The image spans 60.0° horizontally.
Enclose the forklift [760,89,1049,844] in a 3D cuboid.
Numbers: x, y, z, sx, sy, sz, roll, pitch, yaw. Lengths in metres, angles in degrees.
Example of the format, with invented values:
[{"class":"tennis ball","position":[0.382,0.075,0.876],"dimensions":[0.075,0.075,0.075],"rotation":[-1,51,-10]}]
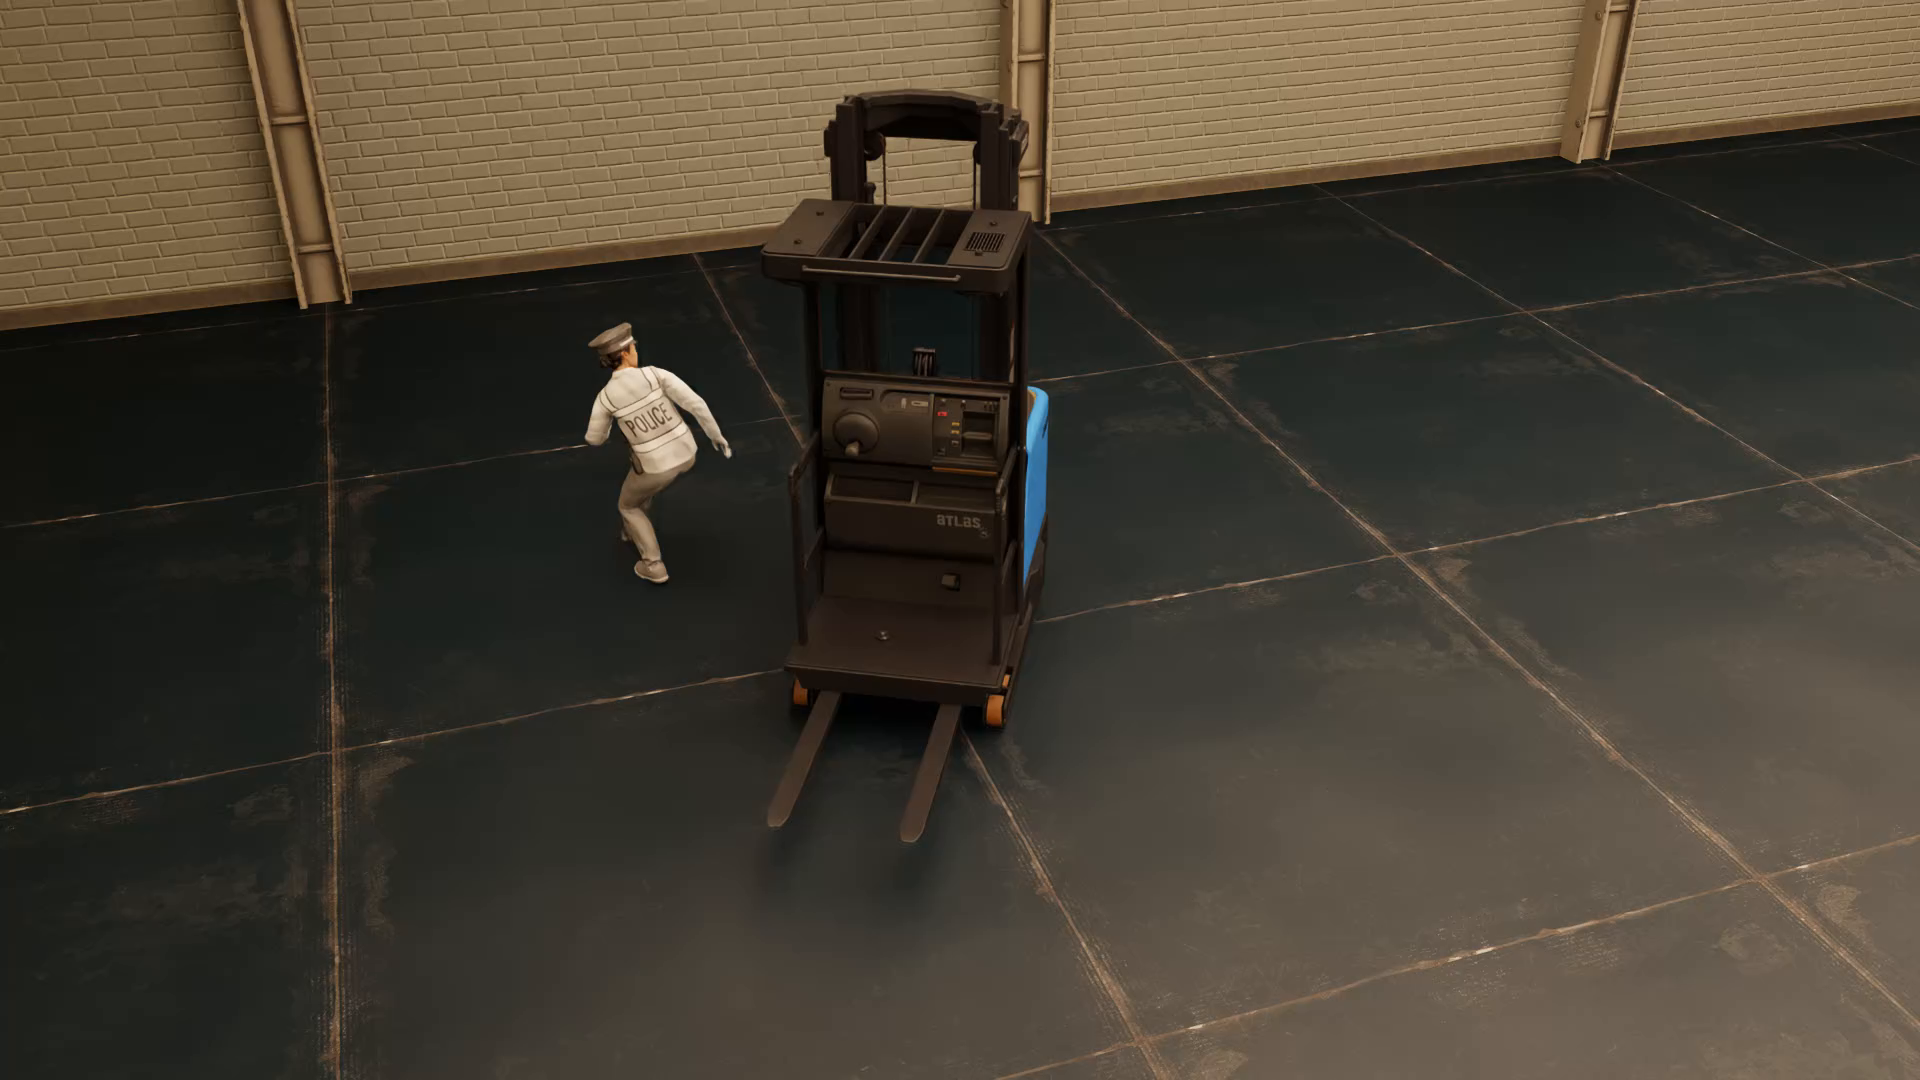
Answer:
[{"class":"forklift","position":[-0.257,-0.524,7.997],"dimensions":[1.130,2.935,3.031],"rotation":[5,30,9]}]

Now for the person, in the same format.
[{"class":"person","position":[-1.771,-0.546,9.497],"dimensions":[0.700,1.502,0.729],"rotation":[-19,35,-30]}]
